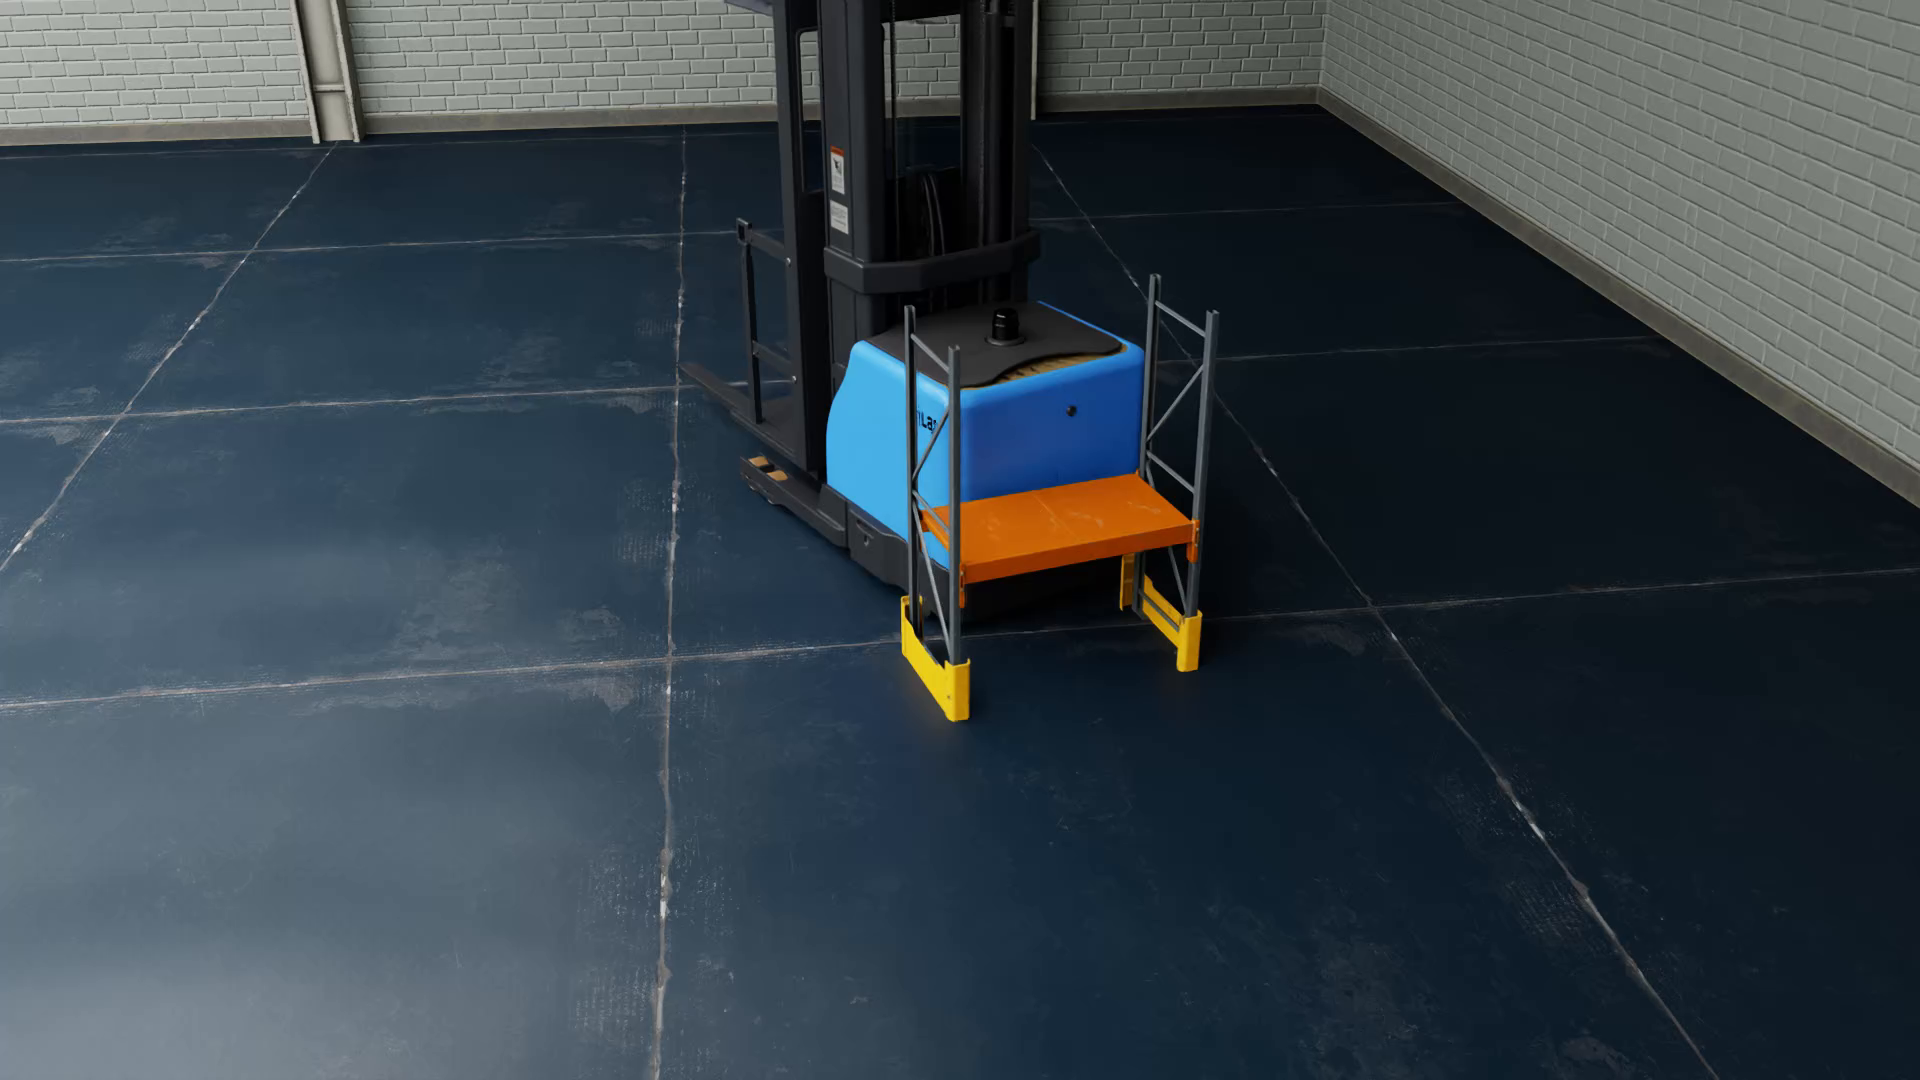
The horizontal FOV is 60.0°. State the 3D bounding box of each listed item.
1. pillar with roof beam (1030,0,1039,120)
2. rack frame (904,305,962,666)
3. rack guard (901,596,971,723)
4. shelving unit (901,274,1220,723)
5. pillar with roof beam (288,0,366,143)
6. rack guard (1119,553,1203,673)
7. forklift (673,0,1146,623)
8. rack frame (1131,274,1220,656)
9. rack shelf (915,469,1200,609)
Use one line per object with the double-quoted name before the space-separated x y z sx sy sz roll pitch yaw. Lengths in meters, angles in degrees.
"pillar with roof beam" 1.083 -5.977 9.541 0.400 9.000 9.100 -4 27 -7
"rack frame" -0.100 -0.093 6.288 0.032 1.500 0.500 -10 29 -19
"rack guard" -0.098 0.463 6.574 0.087 0.250 0.587 -10 29 -19
"shelving unit" 0.364 -0.177 6.453 1.083 1.500 0.587 -10 29 -19
"pillar with roof beam" -4.859 -5.595 8.797 0.400 9.000 9.100 -4 27 -7
"rack guard" 0.827 0.295 6.902 0.087 0.250 0.587 -10 29 -19
"forklift" -0.439 -1.581 7.621 1.130 2.935 3.031 -18 32 -30
"rack frame" 0.845 -0.265 6.623 0.032 1.500 0.500 -10 29 -19
"rack shelf" 0.373 -0.019 6.538 1.000 0.185 0.538 -10 29 -19
